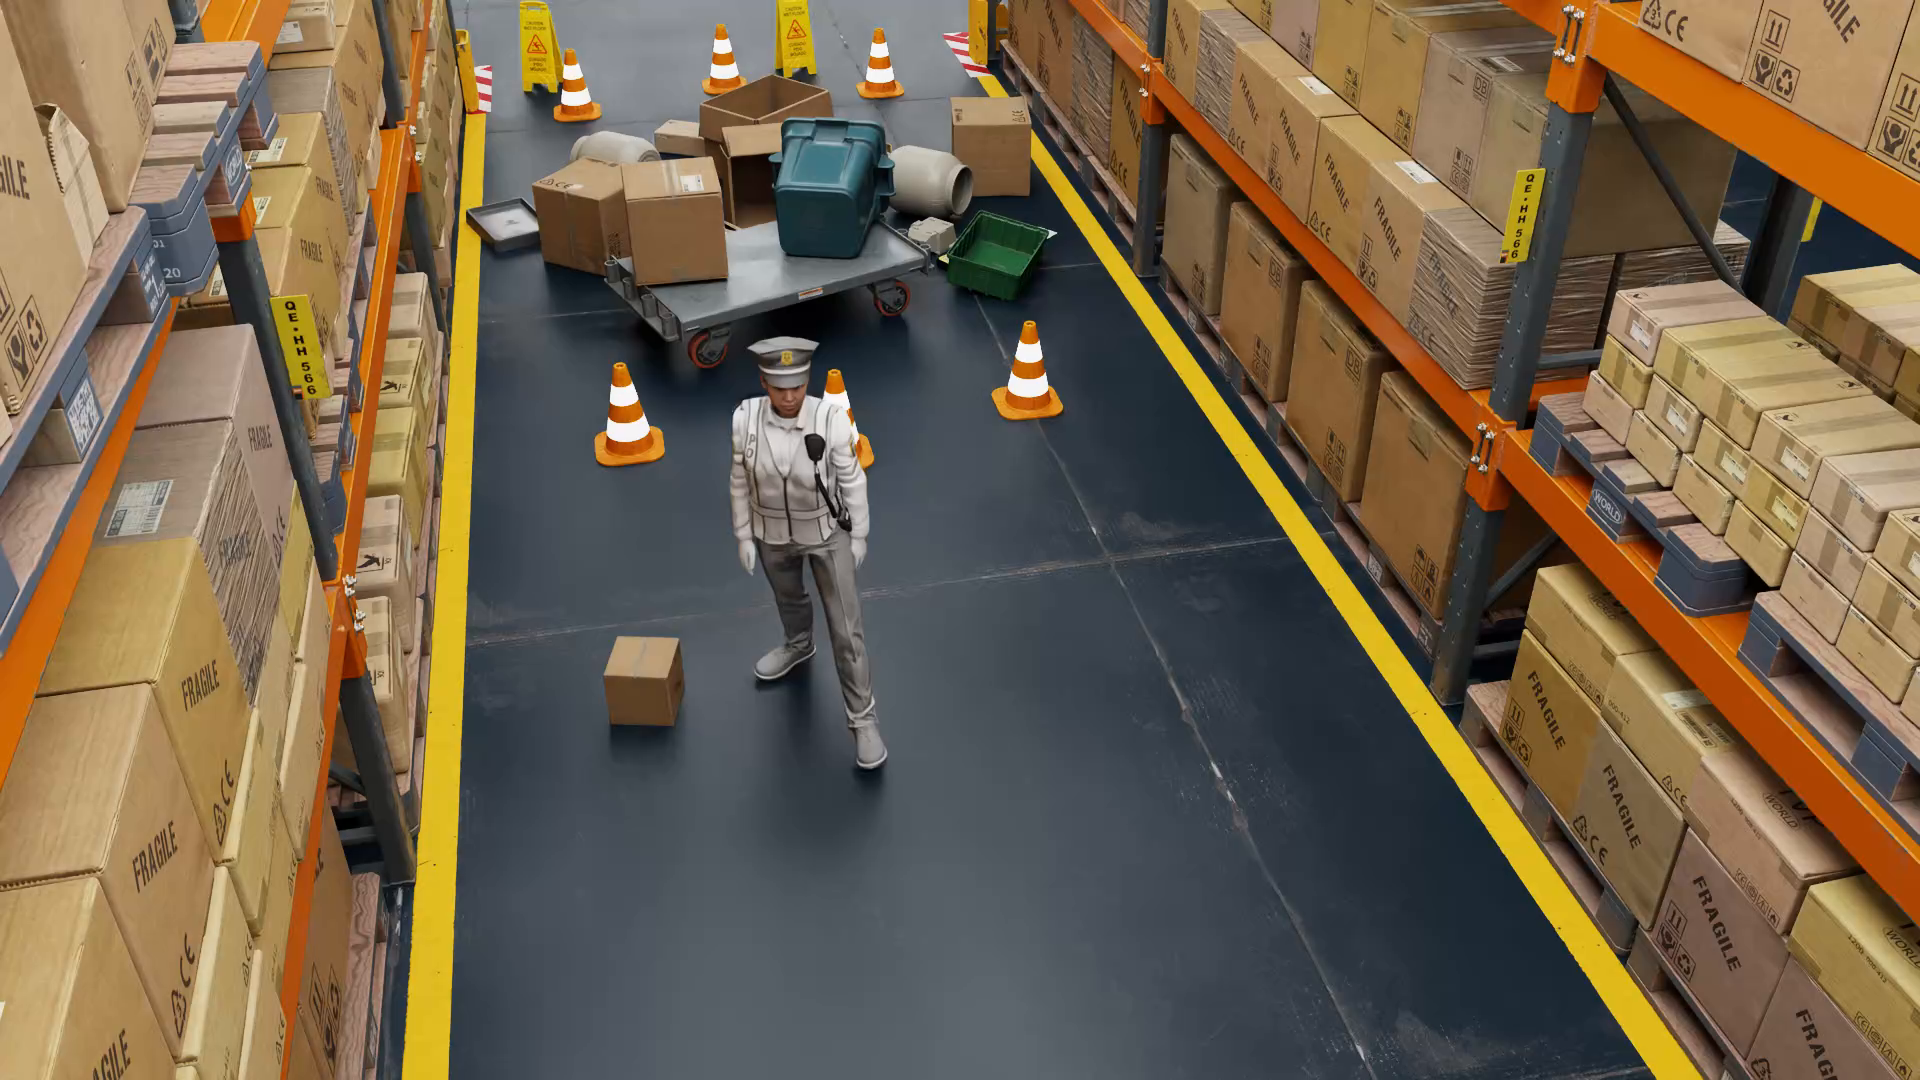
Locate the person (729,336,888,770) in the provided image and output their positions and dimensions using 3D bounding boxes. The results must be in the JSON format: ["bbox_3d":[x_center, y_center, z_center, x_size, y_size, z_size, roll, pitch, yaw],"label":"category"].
[{"bbox_3d":[-0.547,0.000,6.106,0.642,1.655,0.772,5,35,7],"label":"person"}]
